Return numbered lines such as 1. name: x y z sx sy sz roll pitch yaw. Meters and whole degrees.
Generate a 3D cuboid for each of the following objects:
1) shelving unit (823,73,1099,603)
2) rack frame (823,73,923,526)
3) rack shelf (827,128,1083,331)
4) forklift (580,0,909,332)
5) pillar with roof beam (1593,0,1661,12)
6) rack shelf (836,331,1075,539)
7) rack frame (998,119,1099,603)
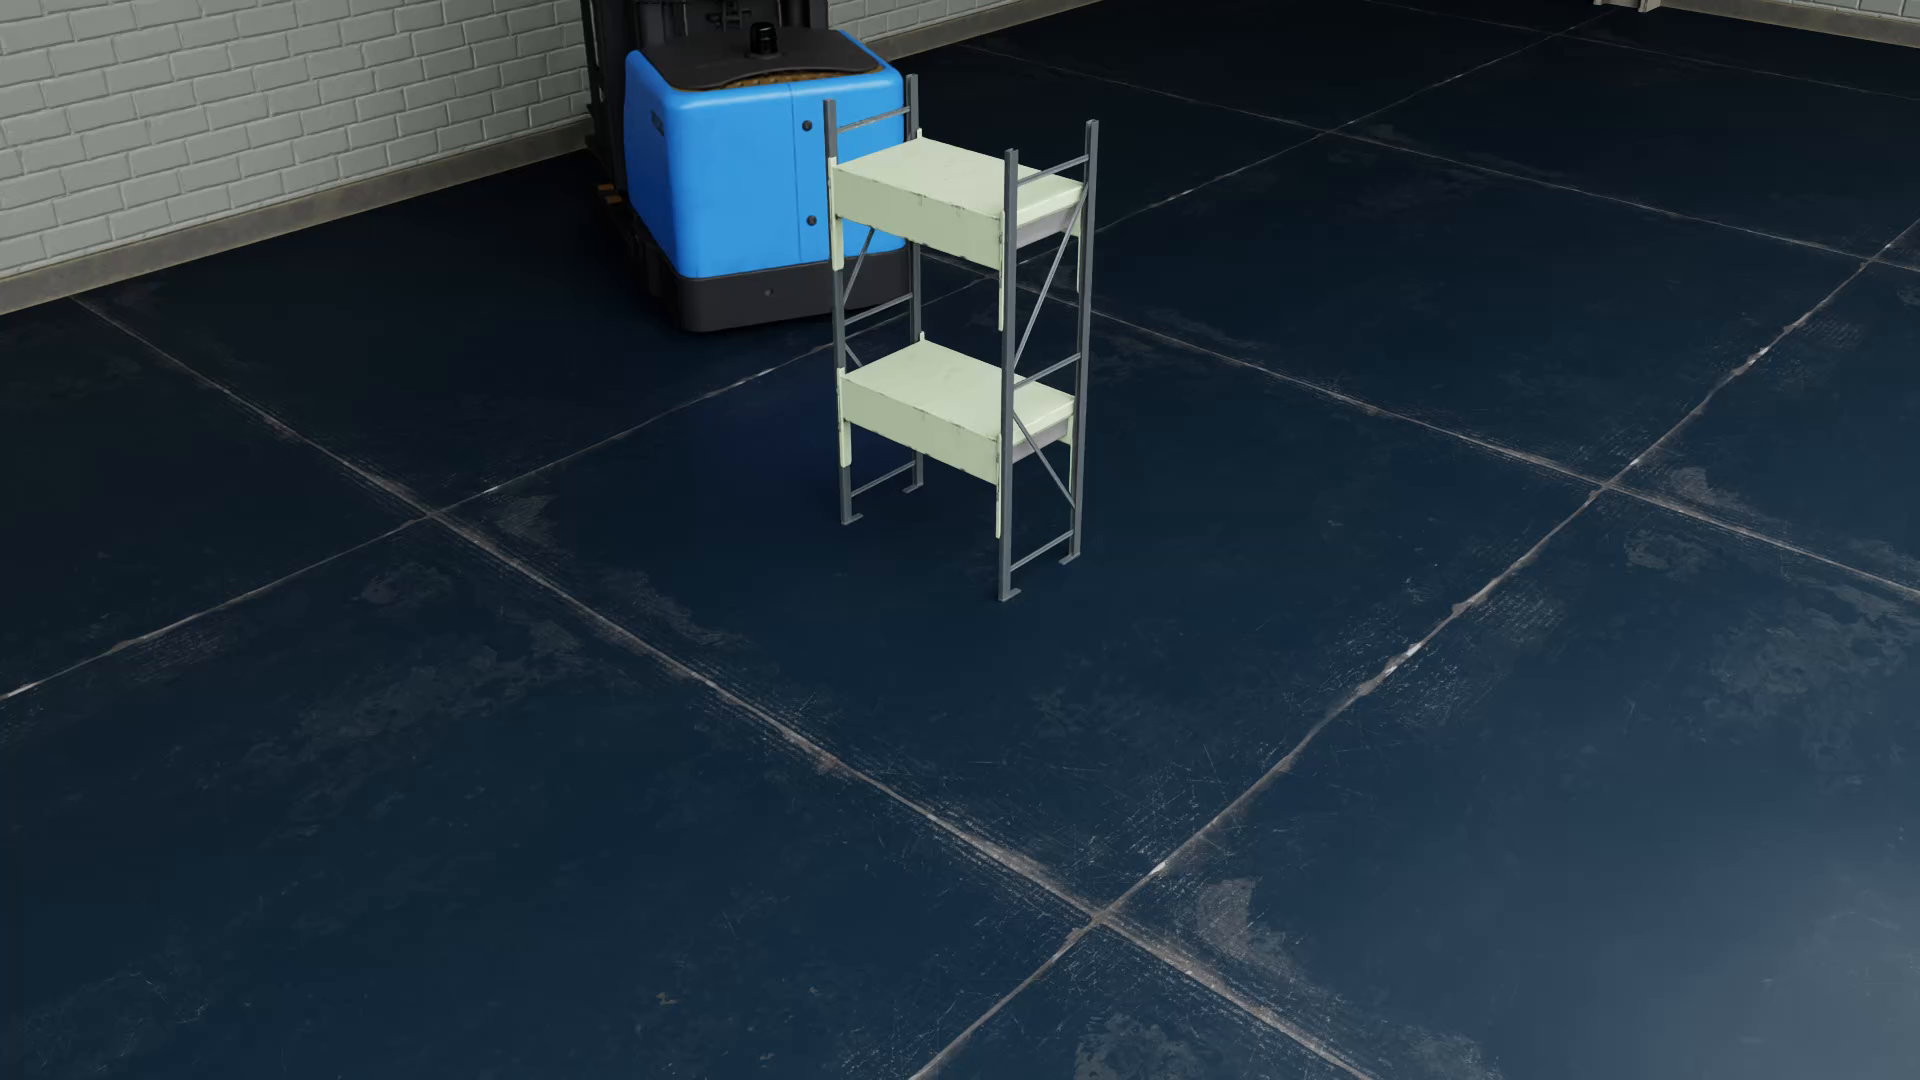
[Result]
1. shelving unit: -0.005 -0.645 5.367 0.755 1.500 0.431 25 39 35
2. rack frame: -0.276 -0.772 5.577 0.023 1.500 0.400 25 39 35
3. rack shelf: -0.005 -0.979 5.166 0.720 0.370 0.431 25 39 35
4. forklift: -1.239 -2.887 7.704 1.130 2.935 3.031 -12 33 -19
5. pillar with roof beam: 2.071 -6.192 7.310 0.400 9.000 9.100 25 39 35
6. rack shelf: -0.005 -0.366 5.535 0.720 0.370 0.431 25 39 35
7. rack frame: 0.266 -0.518 5.157 0.023 1.500 0.400 25 39 35
